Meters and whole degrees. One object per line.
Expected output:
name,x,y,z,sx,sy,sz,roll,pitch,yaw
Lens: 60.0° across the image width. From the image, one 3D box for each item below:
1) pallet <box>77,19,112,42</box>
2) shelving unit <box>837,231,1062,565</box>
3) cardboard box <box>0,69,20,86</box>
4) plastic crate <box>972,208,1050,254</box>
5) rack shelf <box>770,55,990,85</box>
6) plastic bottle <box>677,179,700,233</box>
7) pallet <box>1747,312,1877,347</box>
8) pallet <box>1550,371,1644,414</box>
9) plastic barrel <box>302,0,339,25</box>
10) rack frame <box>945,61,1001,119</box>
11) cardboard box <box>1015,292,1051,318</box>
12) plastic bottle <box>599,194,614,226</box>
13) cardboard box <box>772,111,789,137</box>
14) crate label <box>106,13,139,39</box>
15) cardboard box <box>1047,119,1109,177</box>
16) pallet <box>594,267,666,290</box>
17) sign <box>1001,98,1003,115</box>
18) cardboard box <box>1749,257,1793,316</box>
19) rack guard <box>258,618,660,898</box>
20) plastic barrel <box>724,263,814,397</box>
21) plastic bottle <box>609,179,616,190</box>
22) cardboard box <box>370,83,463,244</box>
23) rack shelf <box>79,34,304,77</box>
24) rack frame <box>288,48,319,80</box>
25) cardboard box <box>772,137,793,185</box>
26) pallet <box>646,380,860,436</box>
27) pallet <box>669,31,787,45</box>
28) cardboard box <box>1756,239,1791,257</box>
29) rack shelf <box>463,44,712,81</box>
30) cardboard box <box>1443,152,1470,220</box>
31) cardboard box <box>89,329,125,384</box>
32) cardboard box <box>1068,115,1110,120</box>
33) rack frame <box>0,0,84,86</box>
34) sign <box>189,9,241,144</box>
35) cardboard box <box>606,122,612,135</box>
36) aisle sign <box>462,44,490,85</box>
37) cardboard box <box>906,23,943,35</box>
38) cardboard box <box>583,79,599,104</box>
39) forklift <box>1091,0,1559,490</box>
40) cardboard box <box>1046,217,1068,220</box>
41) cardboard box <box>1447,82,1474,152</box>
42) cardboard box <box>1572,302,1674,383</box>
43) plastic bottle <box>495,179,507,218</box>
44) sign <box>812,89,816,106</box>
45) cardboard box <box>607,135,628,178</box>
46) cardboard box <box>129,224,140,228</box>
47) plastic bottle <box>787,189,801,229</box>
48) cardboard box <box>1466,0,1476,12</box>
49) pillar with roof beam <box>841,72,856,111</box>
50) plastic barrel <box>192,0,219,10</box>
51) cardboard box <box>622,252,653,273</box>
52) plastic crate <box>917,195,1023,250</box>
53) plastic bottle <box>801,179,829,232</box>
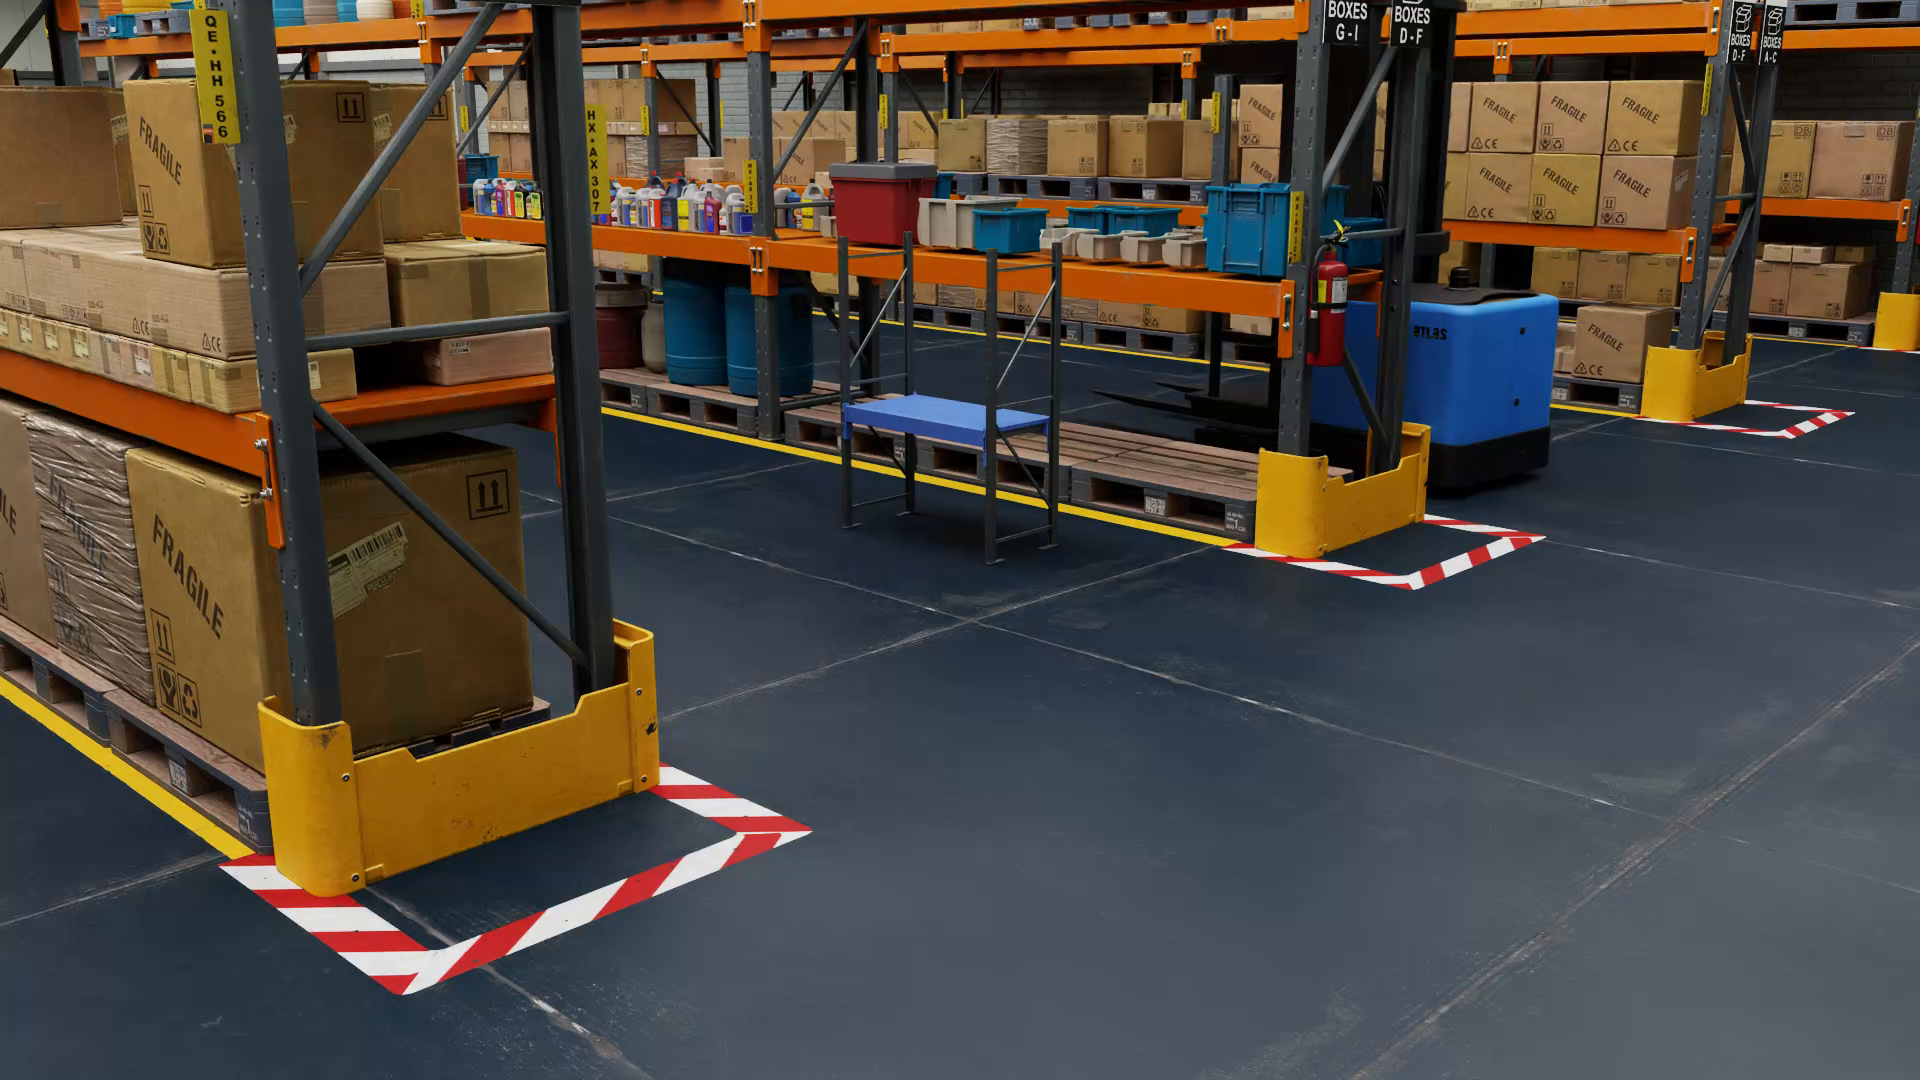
pallet,-9.047,-5.488,17.971,1.213,0.211,1.003,14,20,42
shelving unit,-0.061,-0.741,8.300,1.048,1.500,0.538,14,20,42
cardboard box,-4.839,-1.935,7.723,0.637,0.503,0.797,13,19,41
plastic crate,0.287,-1.751,9.417,0.300,0.233,0.416,14,20,42
rack shelf,-1.258,-6.842,24.220,4.000,0.370,1.077,14,20,42
plastic bottle,-1.825,-2.268,11.285,0.185,0.351,0.144,14,20,42
pallet,8.190,-2.065,15.938,1.213,0.211,1.003,14,20,42
pallet,4.755,-1.192,12.588,1.213,0.211,1.003,14,20,42
plastic barrel,-5.707,-5.120,15.191,0.600,0.901,0.600,0,15,0
rack frame,0.182,-5.389,23.164,0.127,3.000,1.000,14,20,42
cardboard box,0.873,-2.391,15.744,0.500,0.500,0.500,13,19,40
plastic bottle,-2.532,-2.393,11.897,0.133,0.283,0.061,14,20,42
cardboard box,-2.563,-6.251,25.243,0.500,0.500,0.500,14,20,42
crate label,-8.456,-5.282,17.102,0.408,0.251,0.502,14,20,42
cardboard box,1.190,-3.638,15.415,0.500,0.500,0.700,8,17,28
pallet,-3.797,-3.286,20.626,1.213,0.211,1.003,14,20,42
sign,0.564,-6.050,23.407,0.005,0.325,0.100,14,20,42
cardboard box,7.887,-2.474,16.103,0.500,0.500,0.700,14,20,42
rack guard,-1.477,0.623,5.051,0.348,0.500,1.175,14,20,42
plastic barrel,-1.316,-1.476,11.478,0.708,0.901,0.600,14,20,42
plastic bottle,-2.609,-2.512,12.221,0.185,0.351,0.144,14,20,42
cardboard box,-2.012,-1.246,5.485,0.500,0.500,0.500,13,19,41
rack shelf,-8.134,-5.044,17.318,4.000,0.370,1.077,14,20,42
rack frame,-6.695,-3.590,16.263,0.127,3.000,1.000,14,20,42
cardboard box,-1.973,-4.220,18.481,0.500,0.500,0.500,14,20,42
pallet,-1.462,-0.984,11.788,1.213,0.211,1.003,14,20,42
pallet,-2.610,-5.696,18.773,1.217,0.209,0.805,13,19,40
cardboard box,7.931,-2.847,16.248,0.250,0.149,0.380,14,20,43
rack shelf,-4.694,-5.942,20.767,4.000,0.370,1.077,14,20,42
cardboard box,3.779,-2.733,12.773,0.500,0.500,0.500,13,20,41
cardboard box,-2.527,-0.606,5.306,0.250,0.149,0.380,14,20,43
cardboard box,1.804,-5.244,21.539,0.500,0.500,0.700,14,20,42
rack frame,-4.374,-1.291,7.439,0.127,3.000,1.000,14,20,42
sign,-1.881,-1.170,4.208,0.005,0.325,0.100,14,20,42
cardboard box,-4.155,-4.995,20.167,0.250,0.149,0.380,14,20,42
aisle sign,-6.393,-6.403,21.900,0.004,0.787,0.394,14,20,42
cardboard box,-0.037,-5.218,16.364,0.500,0.500,0.910,14,20,42
cardboard box,-4.302,-5.417,20.503,0.500,0.500,0.700,14,20,42
forklift,2.146,-2.002,10.302,1.130,2.935,3.031,-12,19,-39
cardboard box,1.469,-4.088,22.258,0.500,0.500,0.700,14,20,43
cardboard box,3.763,-3.217,12.648,0.500,0.500,0.500,-14,20,-42
cardboard box,4.822,-1.442,12.104,0.500,0.500,0.500,14,20,42
plastic bottle,-3.523,-2.634,12.822,0.133,0.283,0.061,14,20,42
sign,-2.298,-6.899,26.038,0.005,0.325,0.100,14,20,42
cardboard box,-3.962,-4.705,20.341,0.500,0.500,0.700,13,20,42
cardboard box,-2.769,-1.064,6.275,0.500,0.250,0.500,13,20,41
plastic bottle,-1.165,-2.327,11.669,0.097,0.271,0.097,0,15,0
cardboard box,3.762,-4.075,12.470,0.500,0.250,0.500,14,20,42
pillar with roof beam,-4.582,-8.245,22.228,0.400,9.000,9.100,14,20,42
plastic barrel,-7.337,-5.681,16.511,0.708,0.901,0.600,14,20,42
cardboard box,-3.739,-3.403,20.164,0.500,0.250,0.500,14,20,42
plastic crate,0.036,-1.861,9.743,0.530,0.282,0.437,14,20,42
plastic bottle,-0.993,-2.294,11.385,0.185,0.351,0.144,14,20,42
